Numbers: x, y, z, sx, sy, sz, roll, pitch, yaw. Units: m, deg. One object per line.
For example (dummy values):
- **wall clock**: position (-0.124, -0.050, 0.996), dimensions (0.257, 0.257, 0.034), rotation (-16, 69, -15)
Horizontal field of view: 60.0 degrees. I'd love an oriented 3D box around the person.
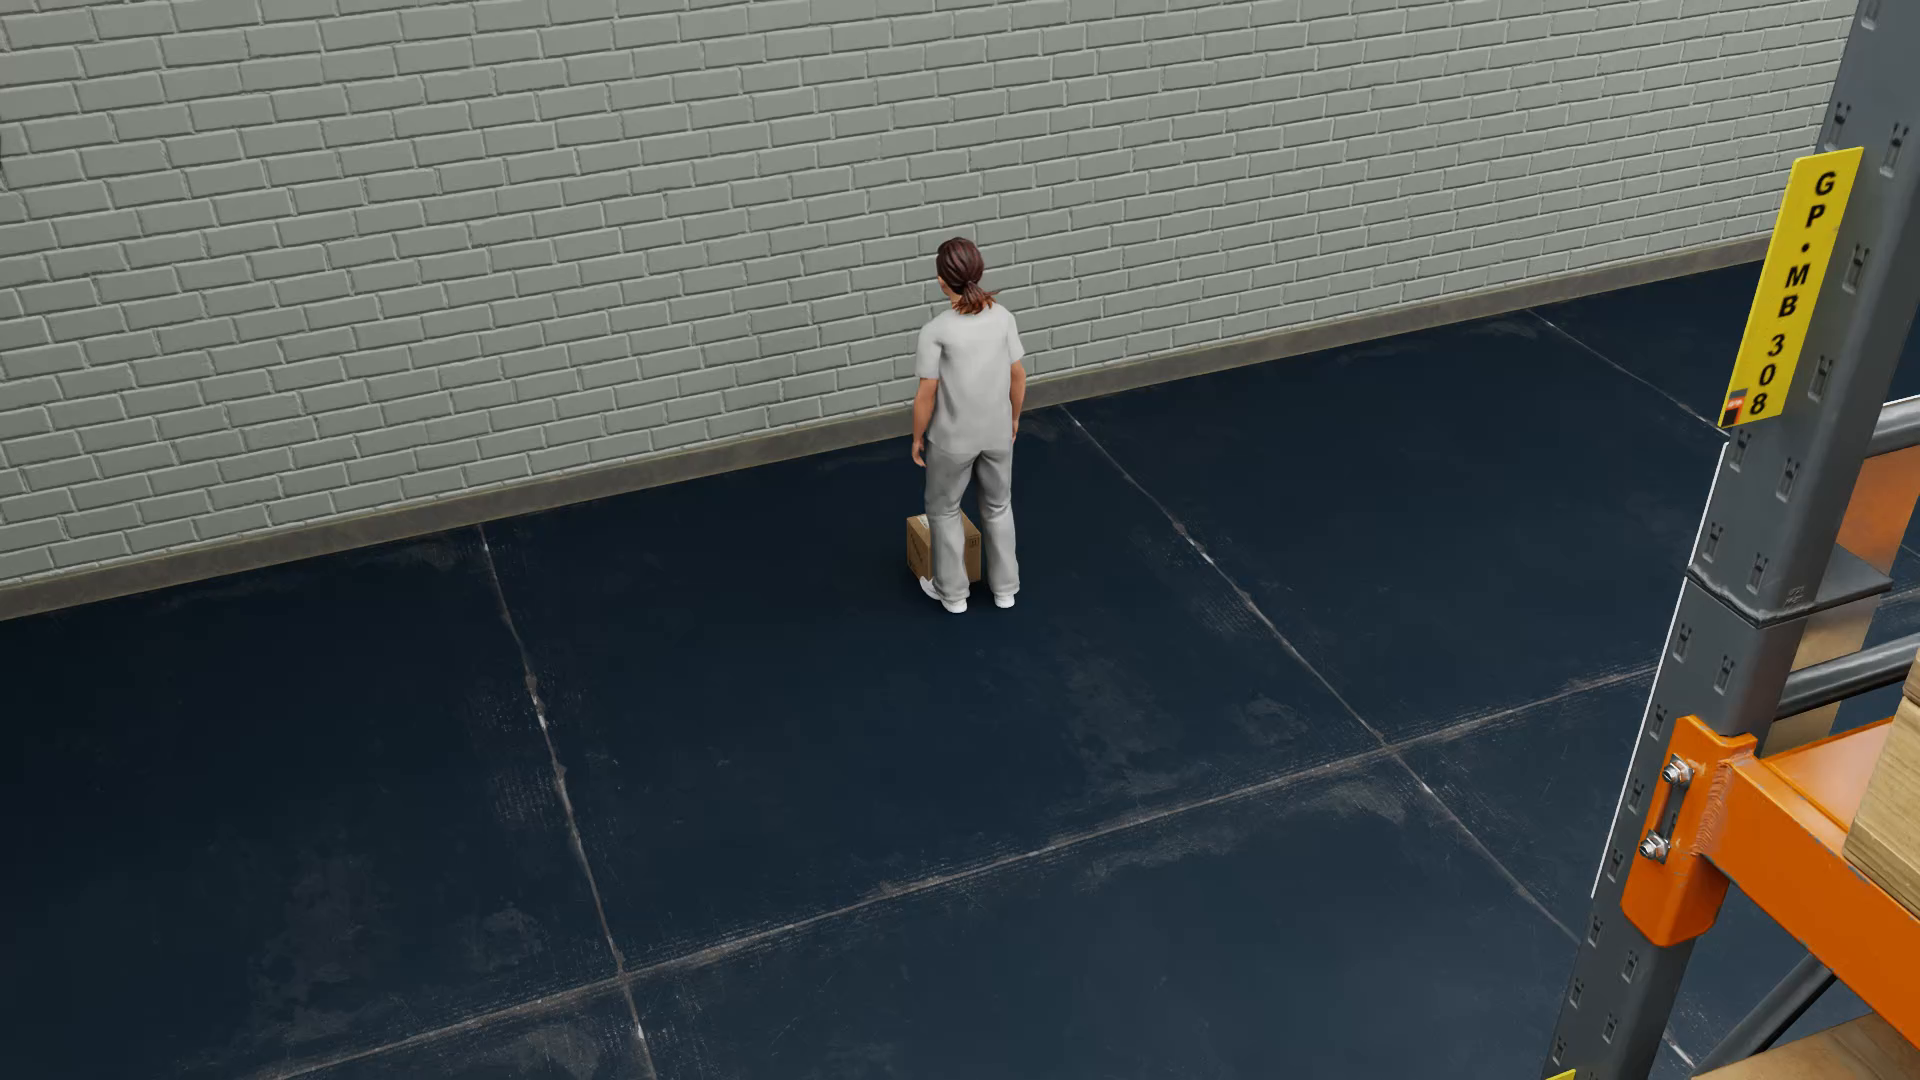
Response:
- **person**: position (0.023, -0.441, 6.806), dimensions (0.490, 1.673, 0.404), rotation (-13, 36, -19)
